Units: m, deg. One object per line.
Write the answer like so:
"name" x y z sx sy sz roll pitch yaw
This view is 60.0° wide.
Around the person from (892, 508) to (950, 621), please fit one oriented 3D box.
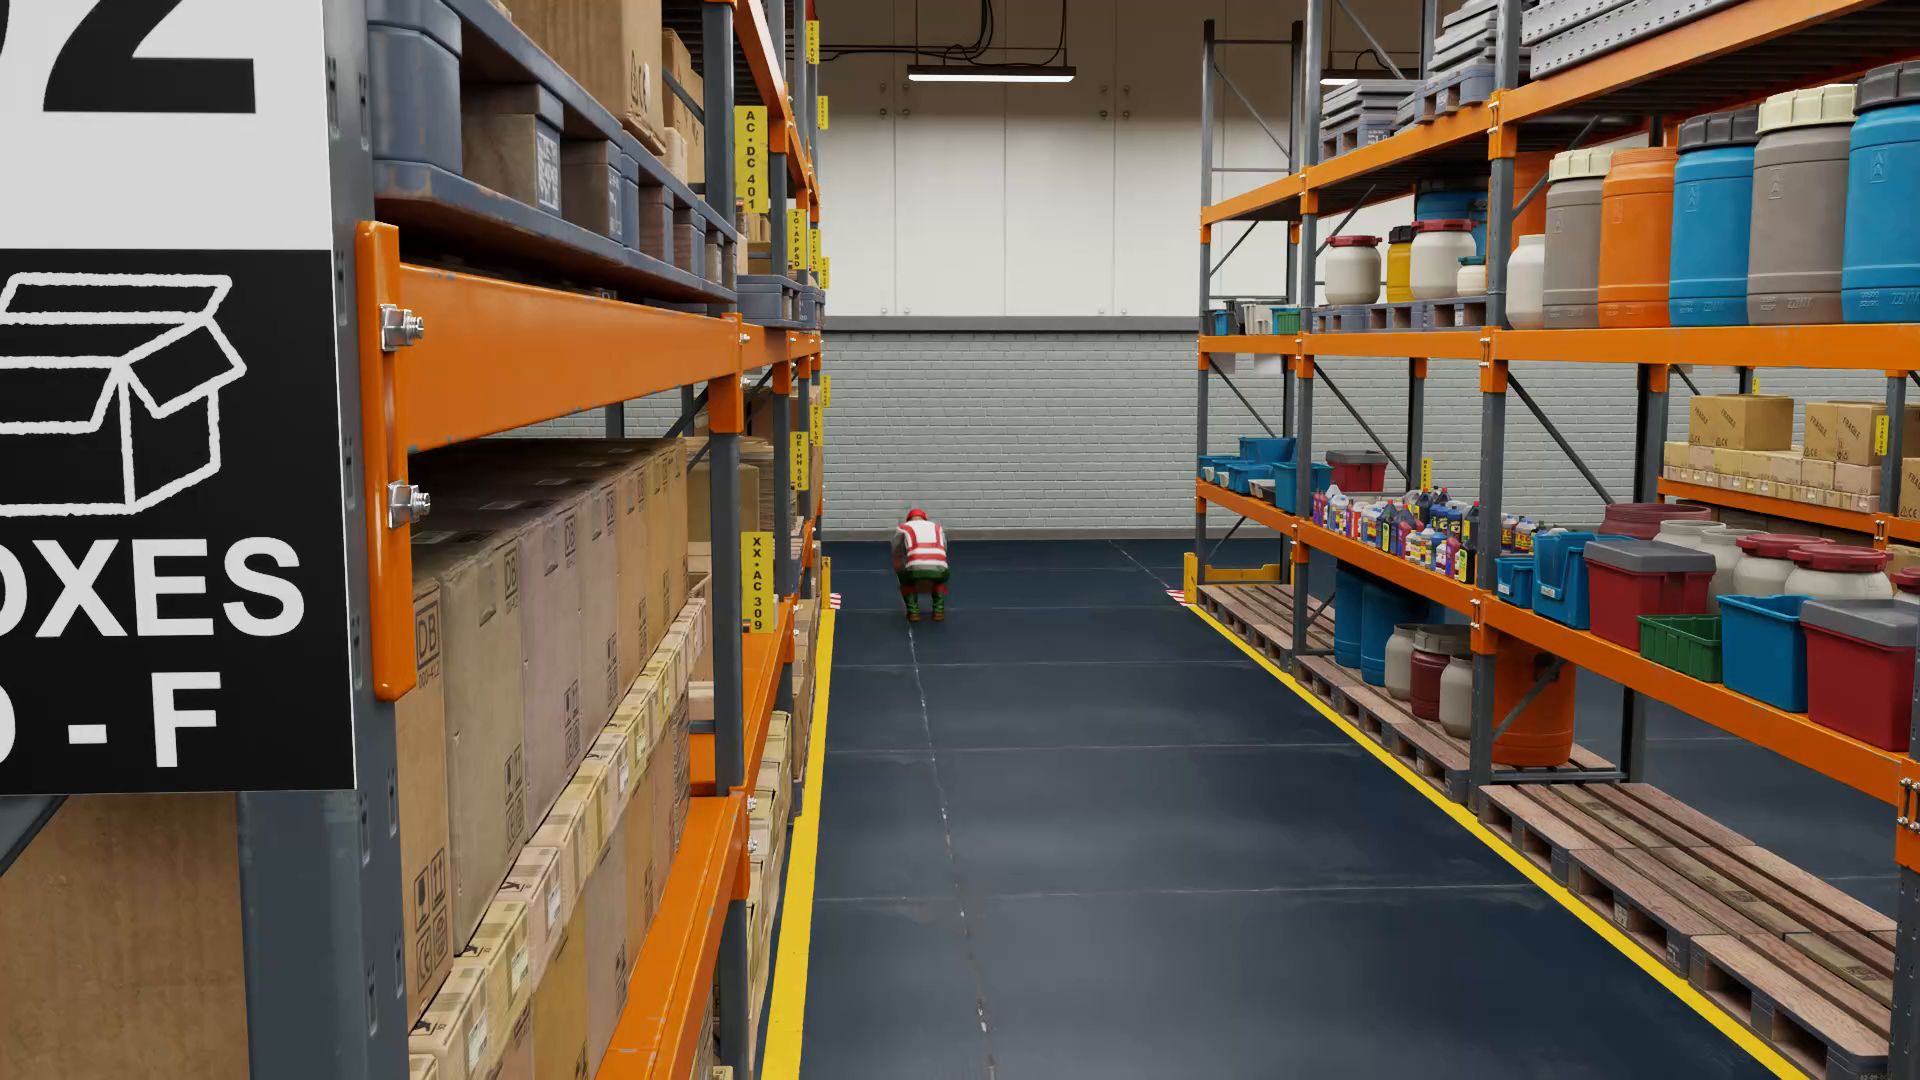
"person" -0.390 0.246 16.615 0.578 1.073 0.863 0 7 -4
